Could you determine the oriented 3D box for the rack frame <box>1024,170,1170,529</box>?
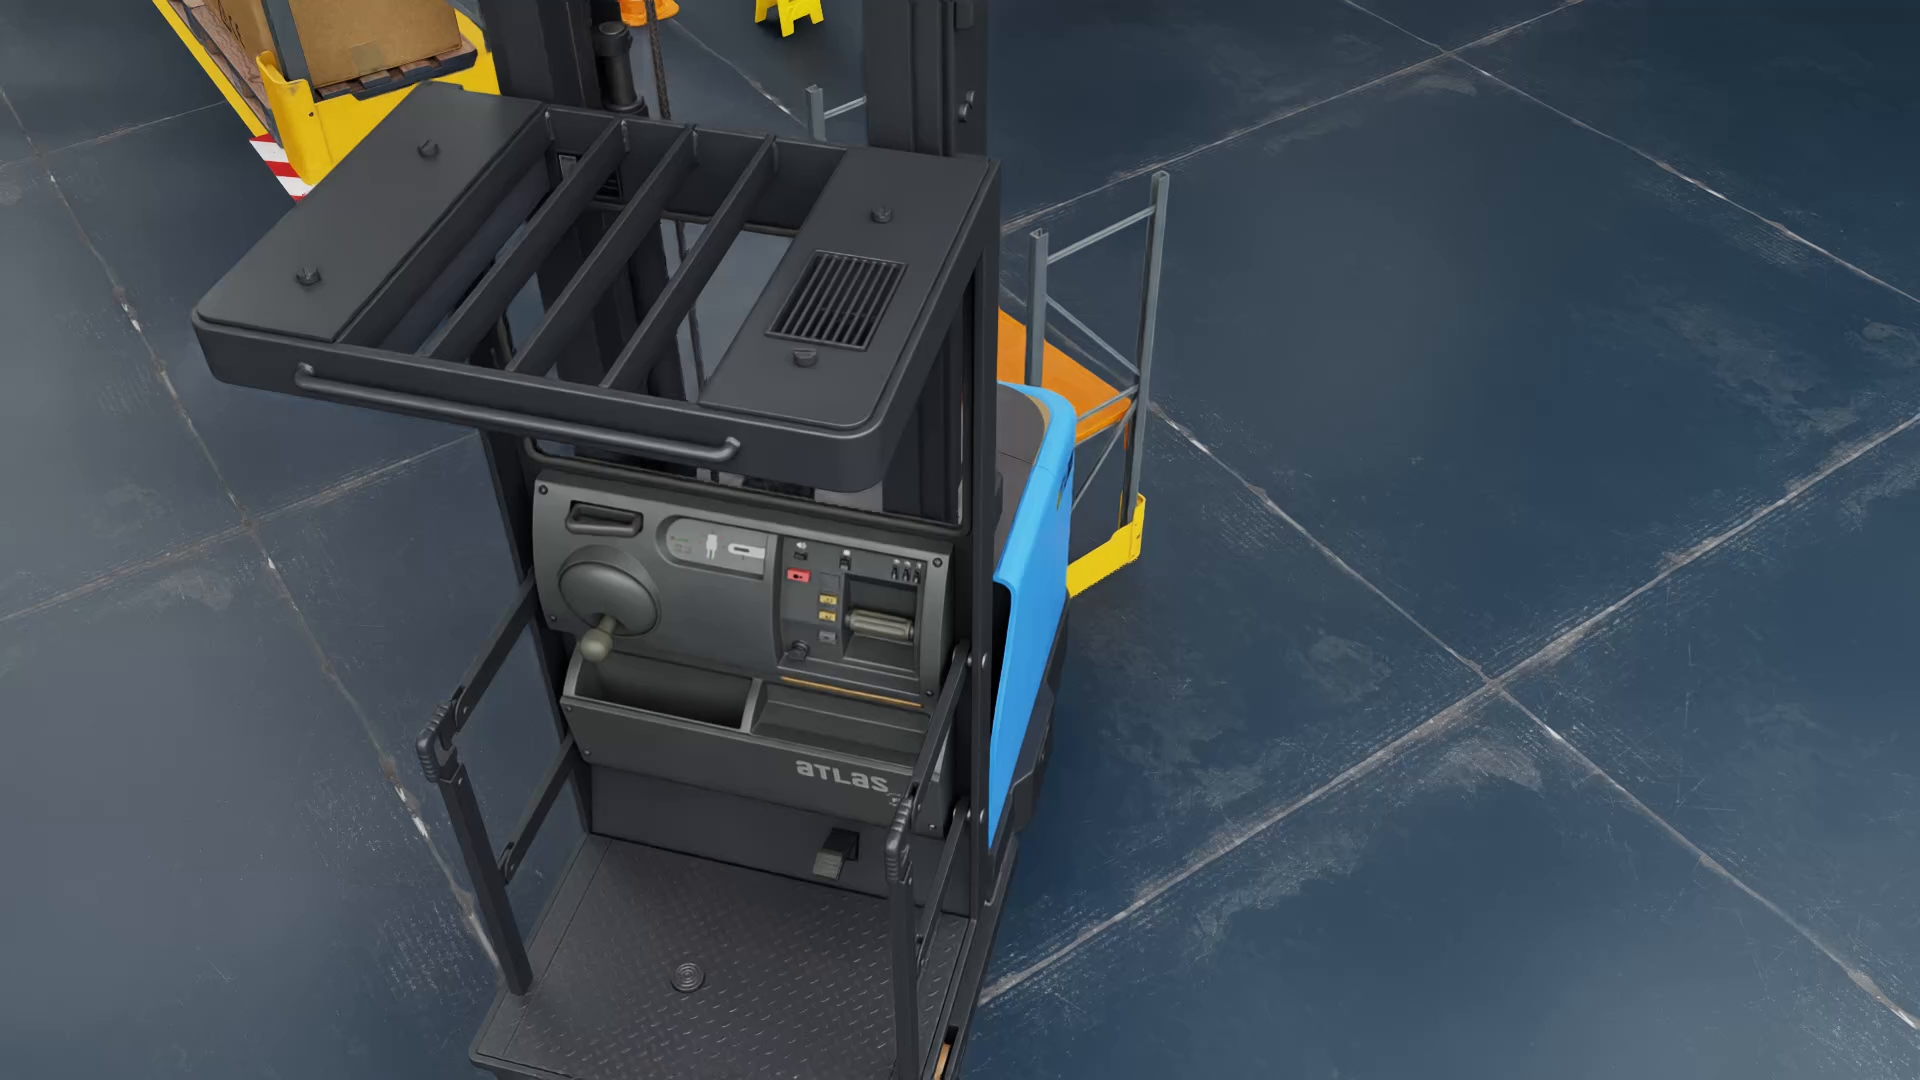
[{"bbox_3d":[0.386,-0.377,5.058,0.500,1.500,0.032,-30,51,-28],"label":"rack frame"}]

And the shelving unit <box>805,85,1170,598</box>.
[{"bbox_3d":[0.055,-0.651,5.346,0.587,1.500,1.083,-30,51,-28],"label":"shelving unit"}]

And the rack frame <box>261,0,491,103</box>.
[{"bbox_3d":[-2.518,-2.982,6.702,1.000,3.000,0.127,-26,49,-24],"label":"rack frame"}]

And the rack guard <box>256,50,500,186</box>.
[{"bbox_3d":[-2.504,-2.065,7.551,1.175,0.500,0.348,-26,49,-24],"label":"rack guard"}]

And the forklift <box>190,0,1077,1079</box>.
[{"bbox_3d":[-0.531,0.204,3.414,1.130,2.935,3.031,10,45,11],"label":"forklift"}]

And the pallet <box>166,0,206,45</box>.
[{"bbox_3d":[-3.733,-3.086,8.830,1.003,0.211,1.213,-26,49,-24],"label":"pallet"}]

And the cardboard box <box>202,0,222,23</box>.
[{"bbox_3d":[-3.465,-3.221,8.187,0.875,0.875,0.875,-26,50,-25],"label":"cardboard box"}]

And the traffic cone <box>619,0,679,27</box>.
[{"bbox_3d":[-1.657,-2.927,8.480,0.336,0.463,0.334,-26,49,-24],"label":"traffic cone"}]

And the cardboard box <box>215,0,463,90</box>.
[{"bbox_3d":[-2.960,-2.724,7.665,0.875,0.875,0.875,-25,49,-24],"label":"cardboard box"}]

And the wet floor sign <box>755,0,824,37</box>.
[{"bbox_3d":[-0.877,-2.897,8.317,0.267,0.644,0.232,-35,53,-31],"label":"wet floor sign"}]

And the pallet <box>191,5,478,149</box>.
[{"bbox_3d":[-3.040,-2.396,8.107,1.003,0.211,1.213,-26,49,-24],"label":"pallet"}]

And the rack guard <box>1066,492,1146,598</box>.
[{"bbox_3d":[0.373,0.065,5.501,0.587,0.250,0.087,-30,51,-28],"label":"rack guard"}]

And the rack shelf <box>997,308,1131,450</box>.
[{"bbox_3d":[0.060,-0.516,5.465,0.538,0.185,1.000,-30,51,-28],"label":"rack shelf"}]

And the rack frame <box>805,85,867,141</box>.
[{"bbox_3d":[-0.265,-0.916,5.623,0.500,1.500,0.032,-30,51,-28],"label":"rack frame"}]
